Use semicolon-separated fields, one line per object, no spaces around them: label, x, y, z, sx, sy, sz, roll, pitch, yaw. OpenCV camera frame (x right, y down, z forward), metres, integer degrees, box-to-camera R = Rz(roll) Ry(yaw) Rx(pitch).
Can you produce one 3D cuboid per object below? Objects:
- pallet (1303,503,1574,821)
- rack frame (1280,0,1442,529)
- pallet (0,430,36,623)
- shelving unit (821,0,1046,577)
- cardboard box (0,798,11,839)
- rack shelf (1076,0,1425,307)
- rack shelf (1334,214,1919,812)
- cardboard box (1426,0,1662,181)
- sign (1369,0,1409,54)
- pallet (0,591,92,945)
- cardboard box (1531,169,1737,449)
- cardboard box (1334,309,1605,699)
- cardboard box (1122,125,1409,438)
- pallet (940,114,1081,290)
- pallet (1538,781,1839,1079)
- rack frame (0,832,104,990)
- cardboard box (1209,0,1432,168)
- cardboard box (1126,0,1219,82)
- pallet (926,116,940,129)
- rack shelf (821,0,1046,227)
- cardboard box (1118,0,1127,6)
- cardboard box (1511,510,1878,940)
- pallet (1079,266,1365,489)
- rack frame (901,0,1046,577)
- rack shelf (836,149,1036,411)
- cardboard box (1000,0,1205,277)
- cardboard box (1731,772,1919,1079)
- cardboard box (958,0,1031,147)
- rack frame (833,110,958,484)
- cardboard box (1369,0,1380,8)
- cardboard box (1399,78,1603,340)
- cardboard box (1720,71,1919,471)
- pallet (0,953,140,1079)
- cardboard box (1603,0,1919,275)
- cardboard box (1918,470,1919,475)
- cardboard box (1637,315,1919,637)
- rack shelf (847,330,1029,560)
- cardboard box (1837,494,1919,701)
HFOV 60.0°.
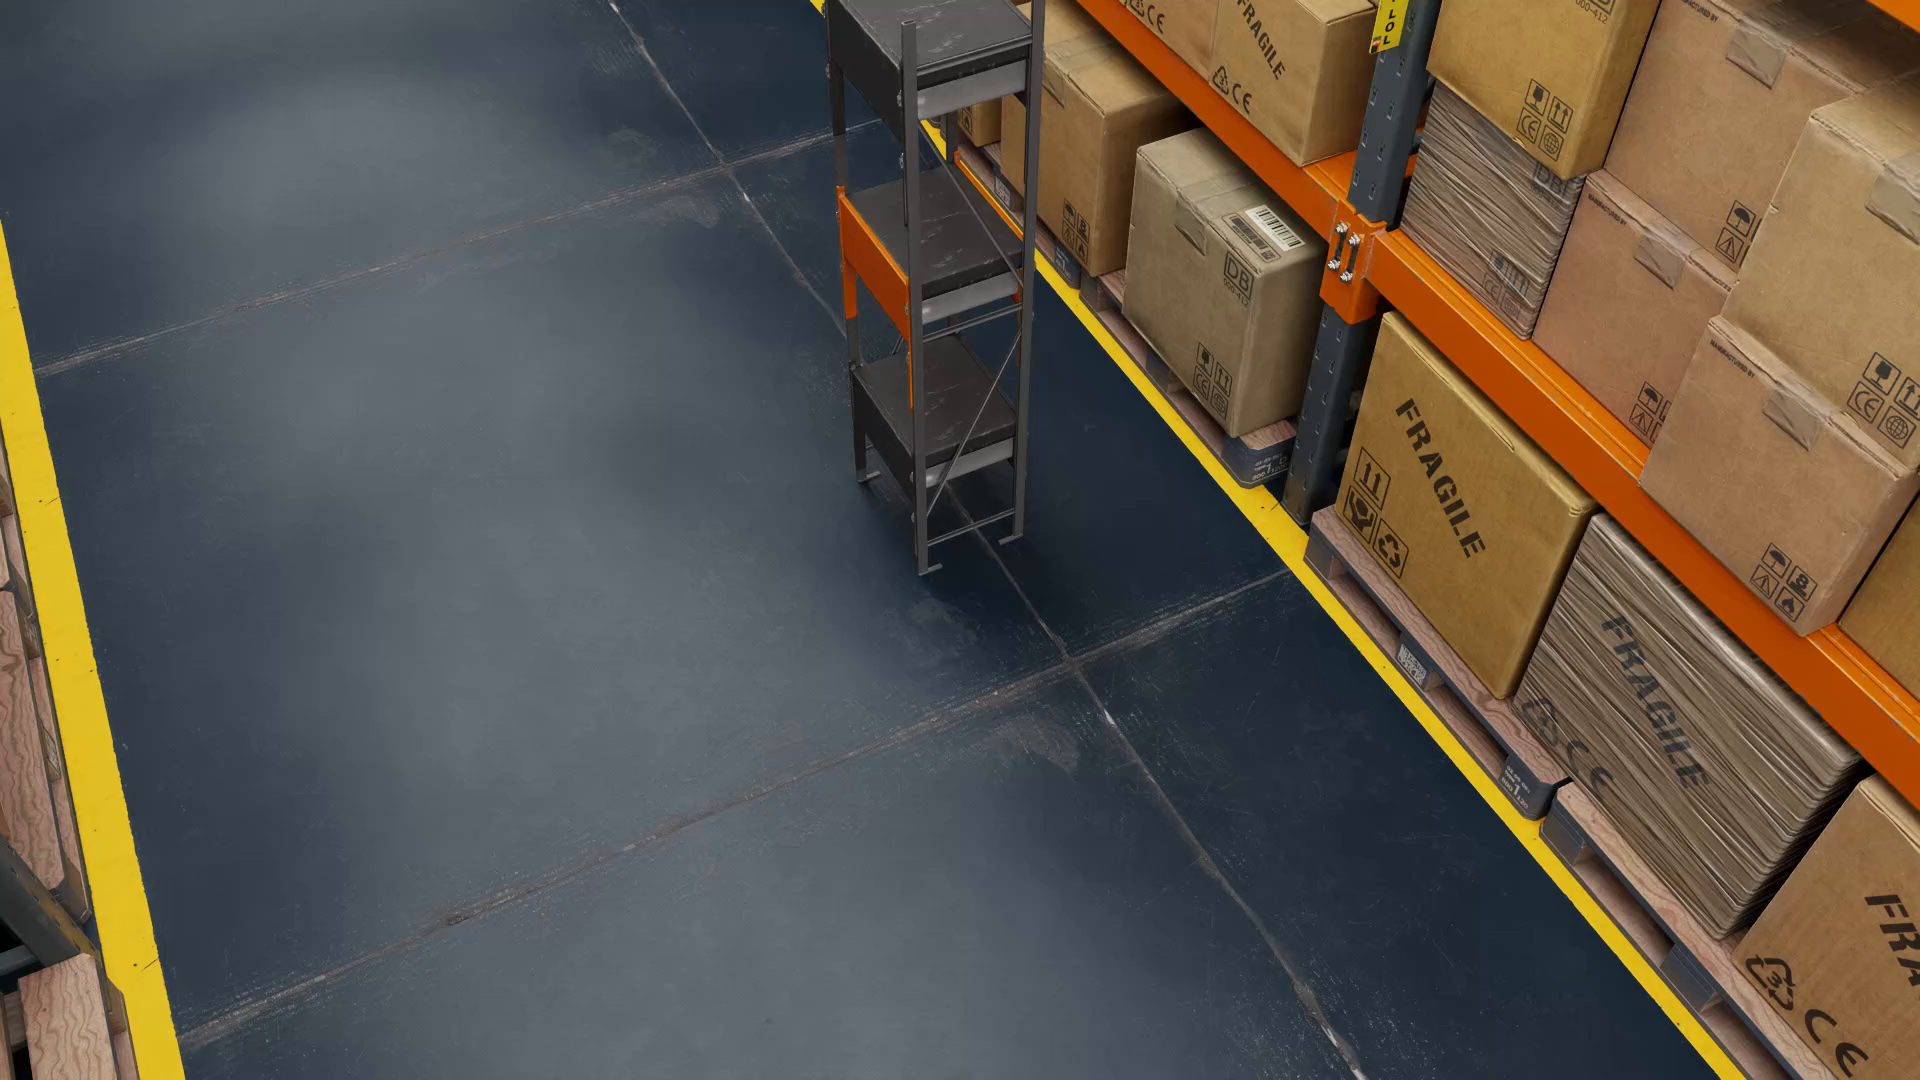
pallet;1.878;0.212;5.424;1.003;0.211;1.213;-21;52;-18
rack frame;1.600;-1.241;4.843;1.000;3.000;0.127;-21;52;-18
pallet;-3.777;-0.021;5.628;1.003;0.211;1.213;-21;52;-18
shelving unit;-0.076;-0.802;5.057;0.431;2.100;0.503;-21;52;-18
cardboard box;-3.119;0.659;4.549;0.700;0.500;0.500;-25;53;-20
rack shelf;0.685;-2.343;6.285;1.077;0.370;4.000;-21;52;-18
rack shelf;2.515;0.334;3.943;1.077;0.370;4.000;-21;52;-18
cardboard box;1.738;-1.388;4.154;0.875;0.550;0.550;-21;52;-18
sign;1.122;-1.403;4.268;0.100;0.325;0.005;-21;52;-18
pallet;-3.214;0.797;4.913;1.003;0.211;1.213;-21;52;-18
cardboard box;2.051;-0.688;4.259;0.875;0.550;0.550;-21;52;-18
cardboard box;1.825;-0.235;5.095;0.875;0.875;0.875;-20;52;-17
cardboard box;1.236;-1.024;5.868;1.050;0.750;0.750;-21;52;-18
pallet;0.617;-1.631;7.037;1.003;0.211;1.213;-21;52;-18
pallet;2.440;1.030;4.709;1.003;0.211;1.213;-21;52;-18
rack frame;-2.857;0.399;3.408;1.000;3.000;0.127;-21;52;-18
cardboard box;1.123;-1.532;5.030;0.500;0.500;0.500;-21;52;-18
cardboard box;0.892;-1.870;5.326;0.500;0.500;0.500;-22;52;-18
pallet;0.063;-2.447;7.750;1.003;0.211;1.213;-21;52;-18
rack shelf;-0.076;-1.254;4.540;0.431;0.518;0.480;-21;52;-18
cardboard box;0.661;-2.208;5.622;0.500;0.500;0.500;-21;52;-17
cardboard box;2.241;0.367;4.569;0.875;0.875;0.875;-21;52;-17
pallet;1.180;-0.814;6.322;1.003;0.211;1.213;-21;52;-18
rack frame;0.036;-0.639;4.914;0.400;2.100;0.015;-21;52;-18
rack shelf;-0.076;-0.793;5.067;0.431;0.518;0.480;-21;52;-18
cardboard box;0.798;-1.670;6.434;1.050;0.750;0.750;-21;52;-18
cardboard box;2.657;0.978;4.035;0.875;0.875;0.875;-22;52;-18
cardboard box;0.371;-2.294;6.979;1.050;0.750;0.750;-20;52;-17
rack frame;-0.187;-0.965;5.199;0.400;2.100;0.015;-21;52;-18
cardboard box;1.367;-1.934;4.718;0.700;0.500;0.500;-22;52;-18
cardboard box;1.779;-1.048;4.574;0.875;0.550;0.550;-21;52;-18
cardboard box;2.218;-0.651;3.509;0.875;0.550;0.550;-21;52;-18
pallet;-2.518;1.755;4.075;1.003;0.211;1.213;-21;52;-18
cardboard box;2.093;-1.059;3.867;0.875;0.550;0.550;-21;52;-18
cardboard box;2.467;-0.299;3.201;0.875;0.550;0.500;-21;52;-18
cardboard box;2.193;-0.286;3.907;0.875;0.550;0.550;-21;52;-18
rack shelf;-0.076;-0.332;5.594;0.431;0.518;0.480;-21;52;-18
cardboard box;2.525;0.034;3.627;0.875;0.550;0.500;-21;52;-18
